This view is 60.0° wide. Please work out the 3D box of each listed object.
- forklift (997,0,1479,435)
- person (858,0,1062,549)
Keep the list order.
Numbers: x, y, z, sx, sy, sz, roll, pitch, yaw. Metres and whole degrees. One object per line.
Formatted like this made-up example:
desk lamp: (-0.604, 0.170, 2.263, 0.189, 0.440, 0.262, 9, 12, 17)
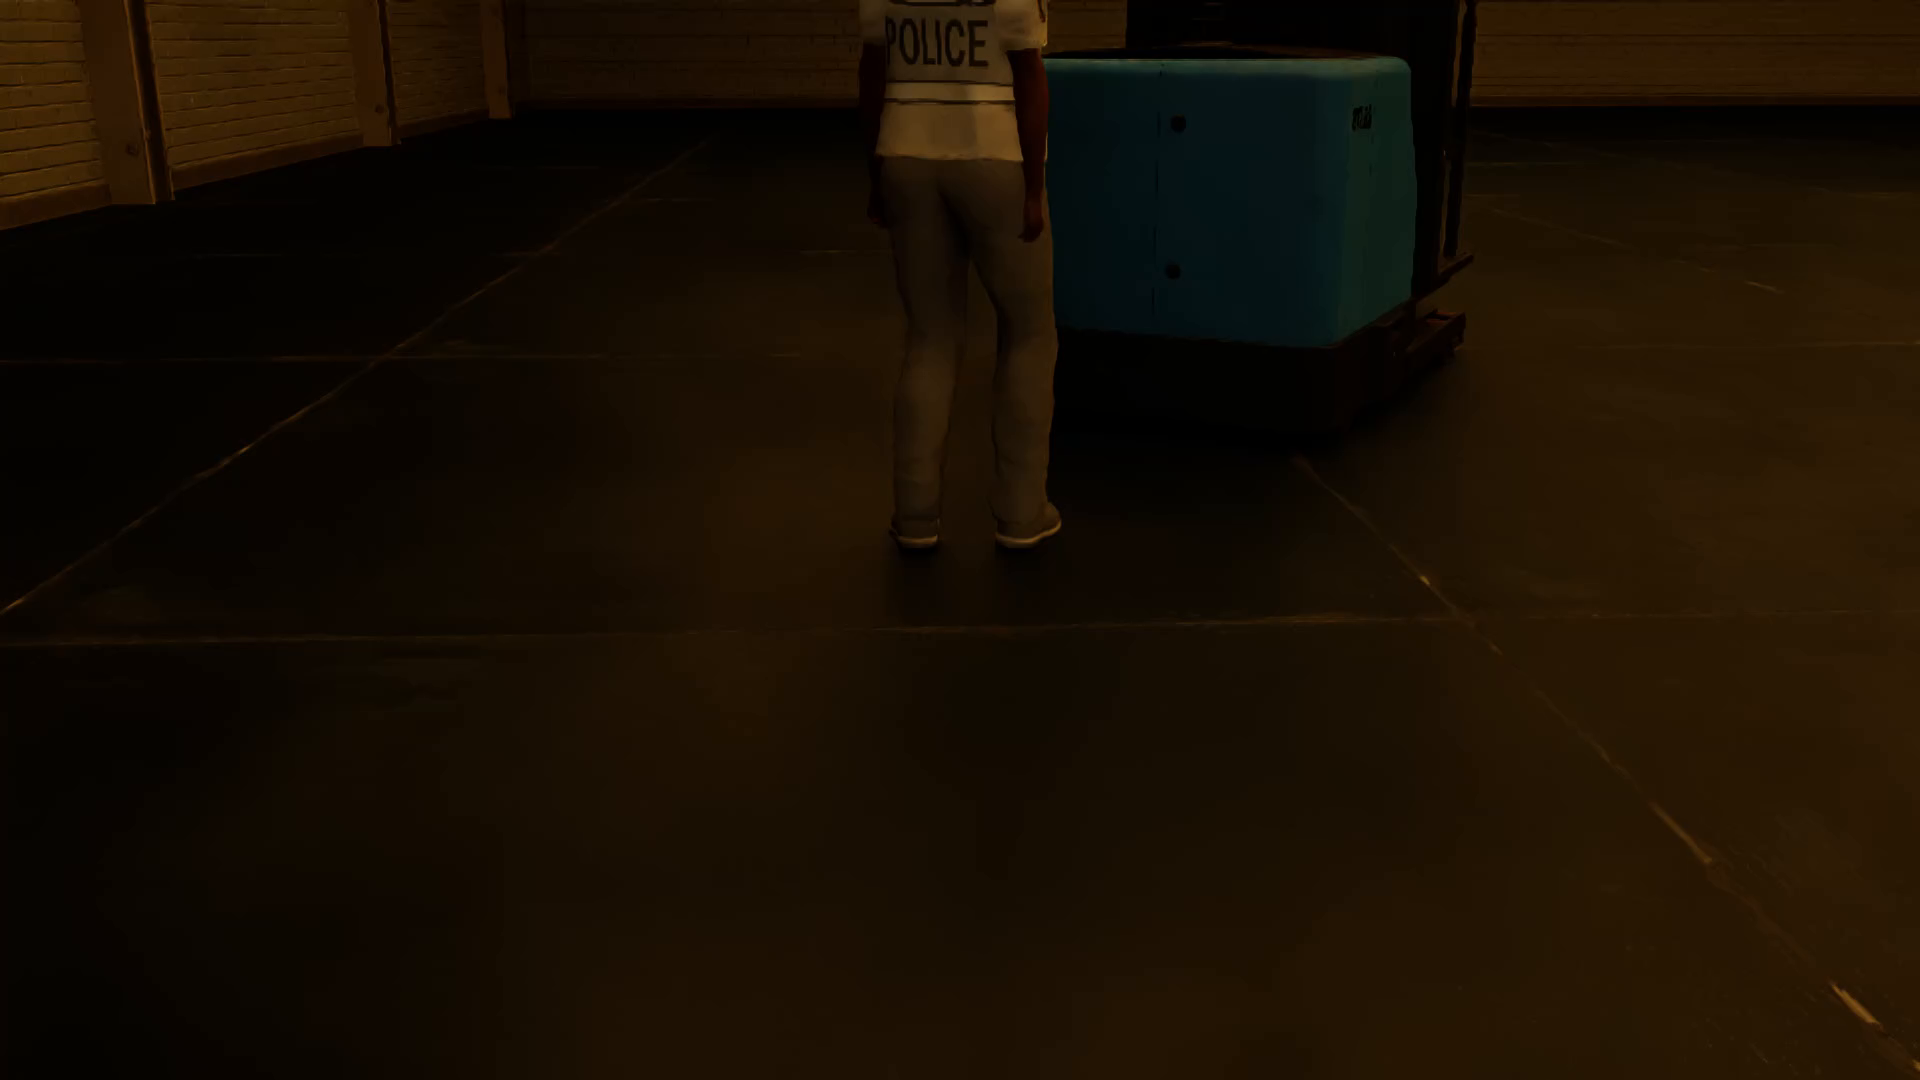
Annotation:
forklift: (1.227, -2.087, 5.729, 1.130, 2.935, 3.031, 8, 19, 25)
person: (0.005, -0.815, 3.728, 0.469, 1.682, 0.416, 9, 19, 27)
